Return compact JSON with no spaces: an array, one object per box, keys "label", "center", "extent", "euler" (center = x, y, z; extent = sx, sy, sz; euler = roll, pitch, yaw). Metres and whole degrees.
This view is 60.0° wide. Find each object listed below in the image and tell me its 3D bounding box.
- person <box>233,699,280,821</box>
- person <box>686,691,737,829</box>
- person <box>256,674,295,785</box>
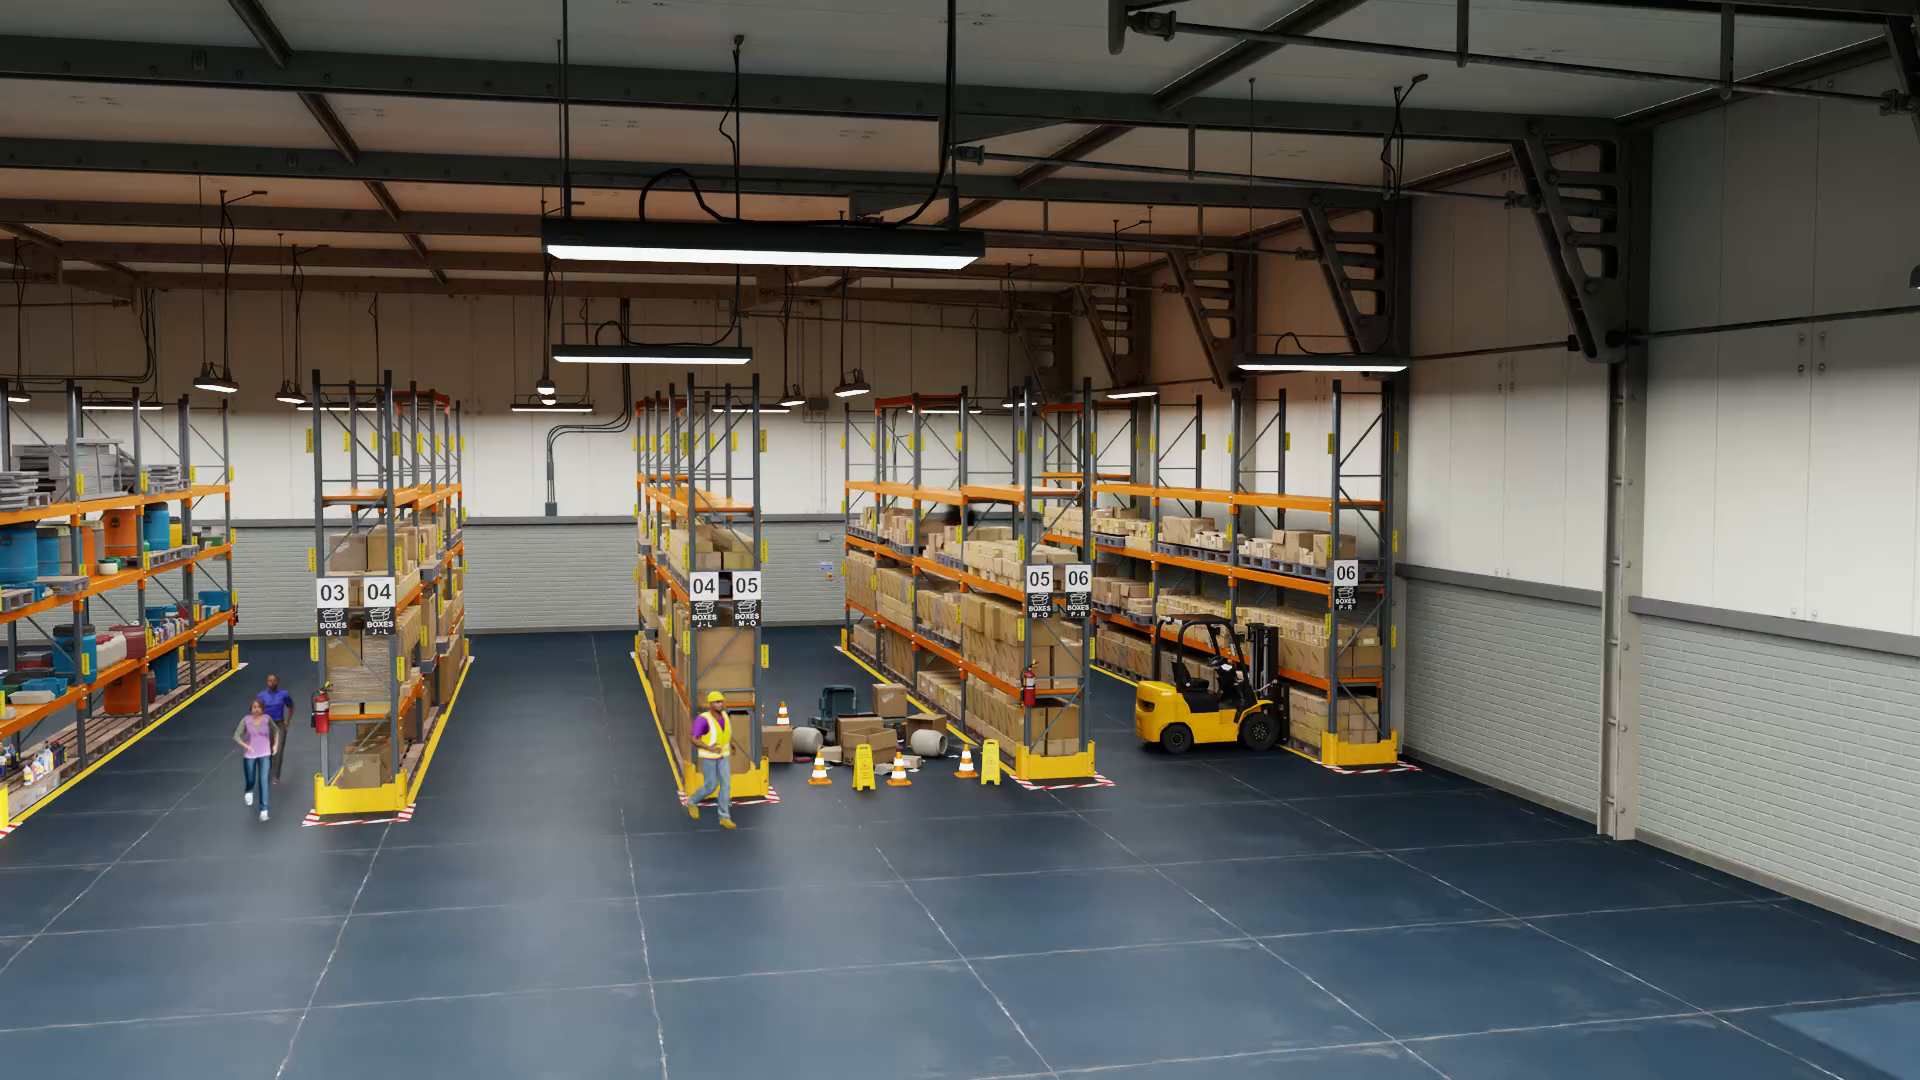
[{"label":"person","center":[-9.451,2.924,22.372],"extent":[0.590,1.604,0.814],"euler":[-2,4,-27]},{"label":"person","center":[-3.236,2.862,21.838],"extent":[0.838,1.775,0.721],"euler":[3,4,42]},{"label":"person","center":[-10.153,2.778,24.630],"extent":[0.588,1.615,0.647],"euler":[-1,4,-22]}]
